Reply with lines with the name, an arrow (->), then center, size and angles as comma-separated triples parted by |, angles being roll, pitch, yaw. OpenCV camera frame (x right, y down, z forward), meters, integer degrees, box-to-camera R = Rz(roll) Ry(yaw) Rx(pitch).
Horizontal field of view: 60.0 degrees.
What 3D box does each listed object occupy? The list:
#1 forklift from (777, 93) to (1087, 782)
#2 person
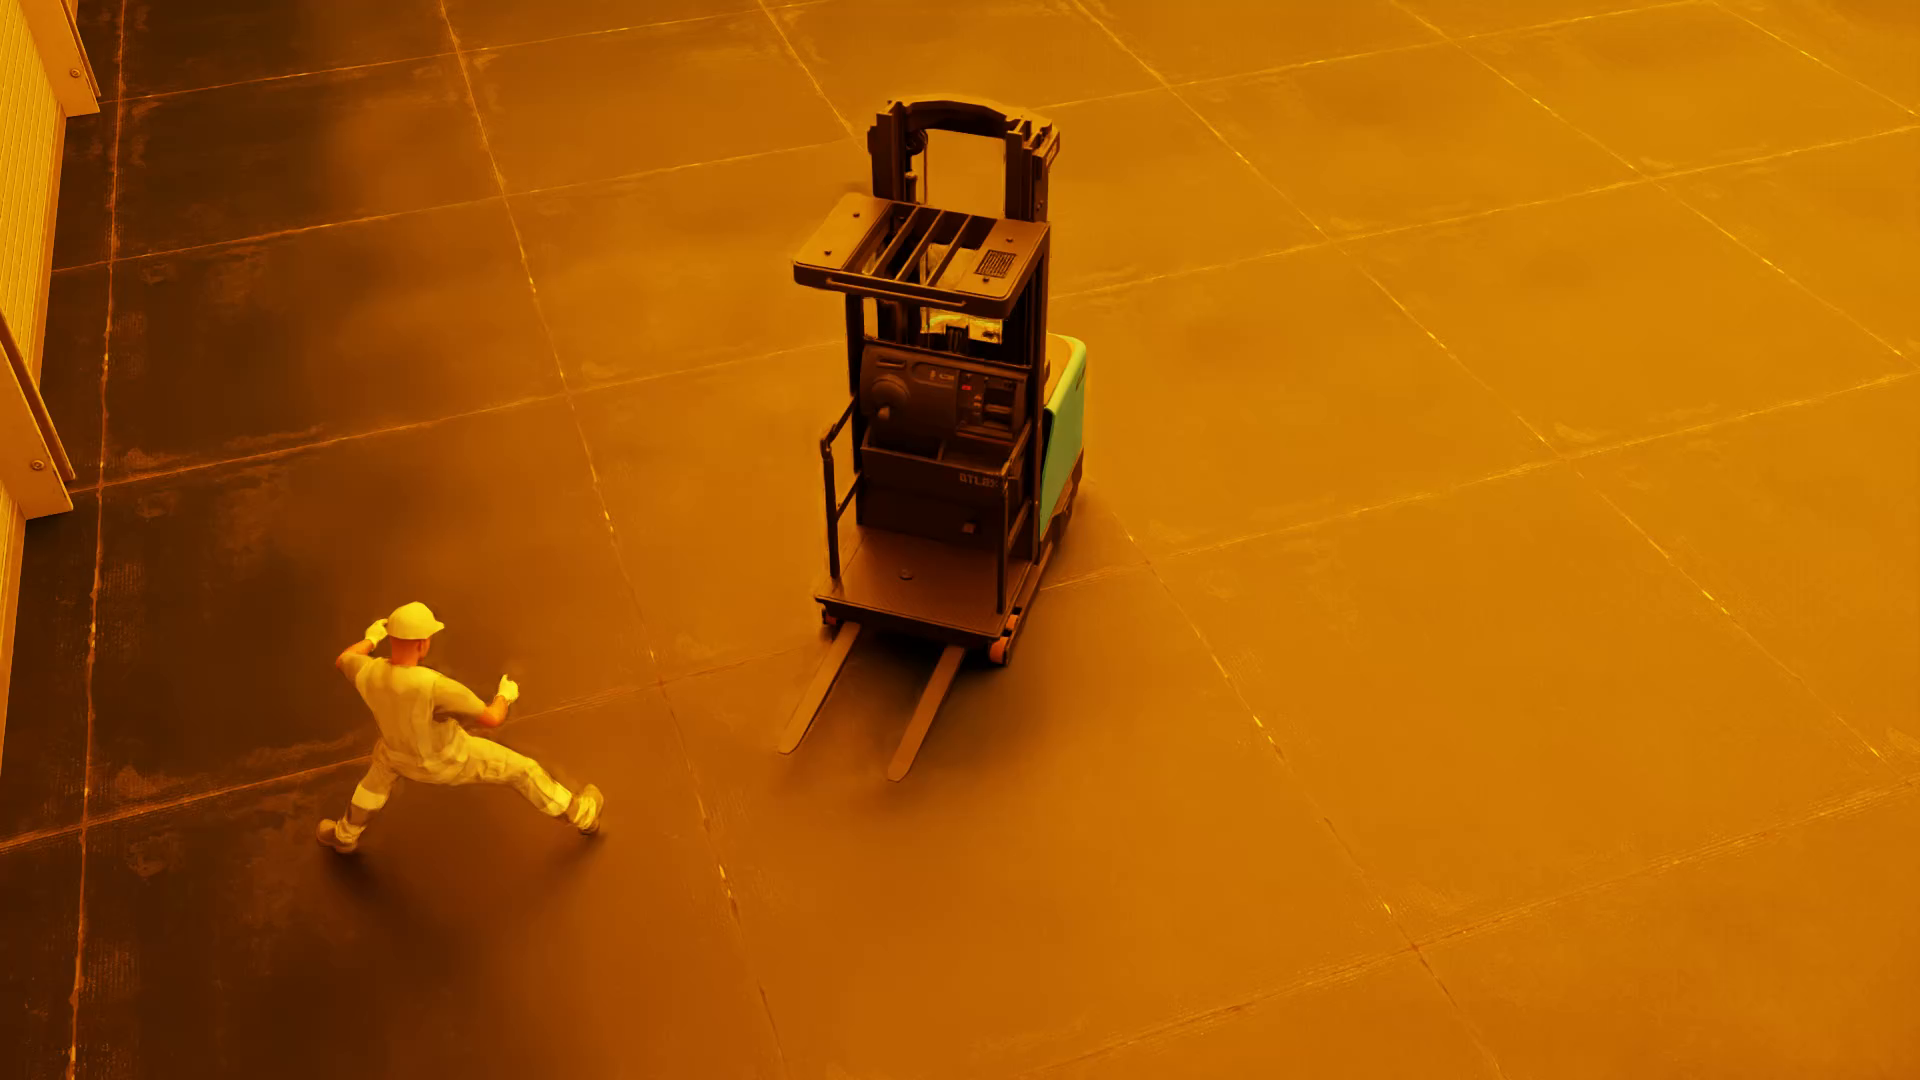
forklift -> -0.160, -0.712, 8.844 | 1.130, 2.935, 3.031 | 12, 41, 14
person -> -2.536, 0.863, 8.026 | 1.318, 1.569, 0.849 | 13, 42, 15
